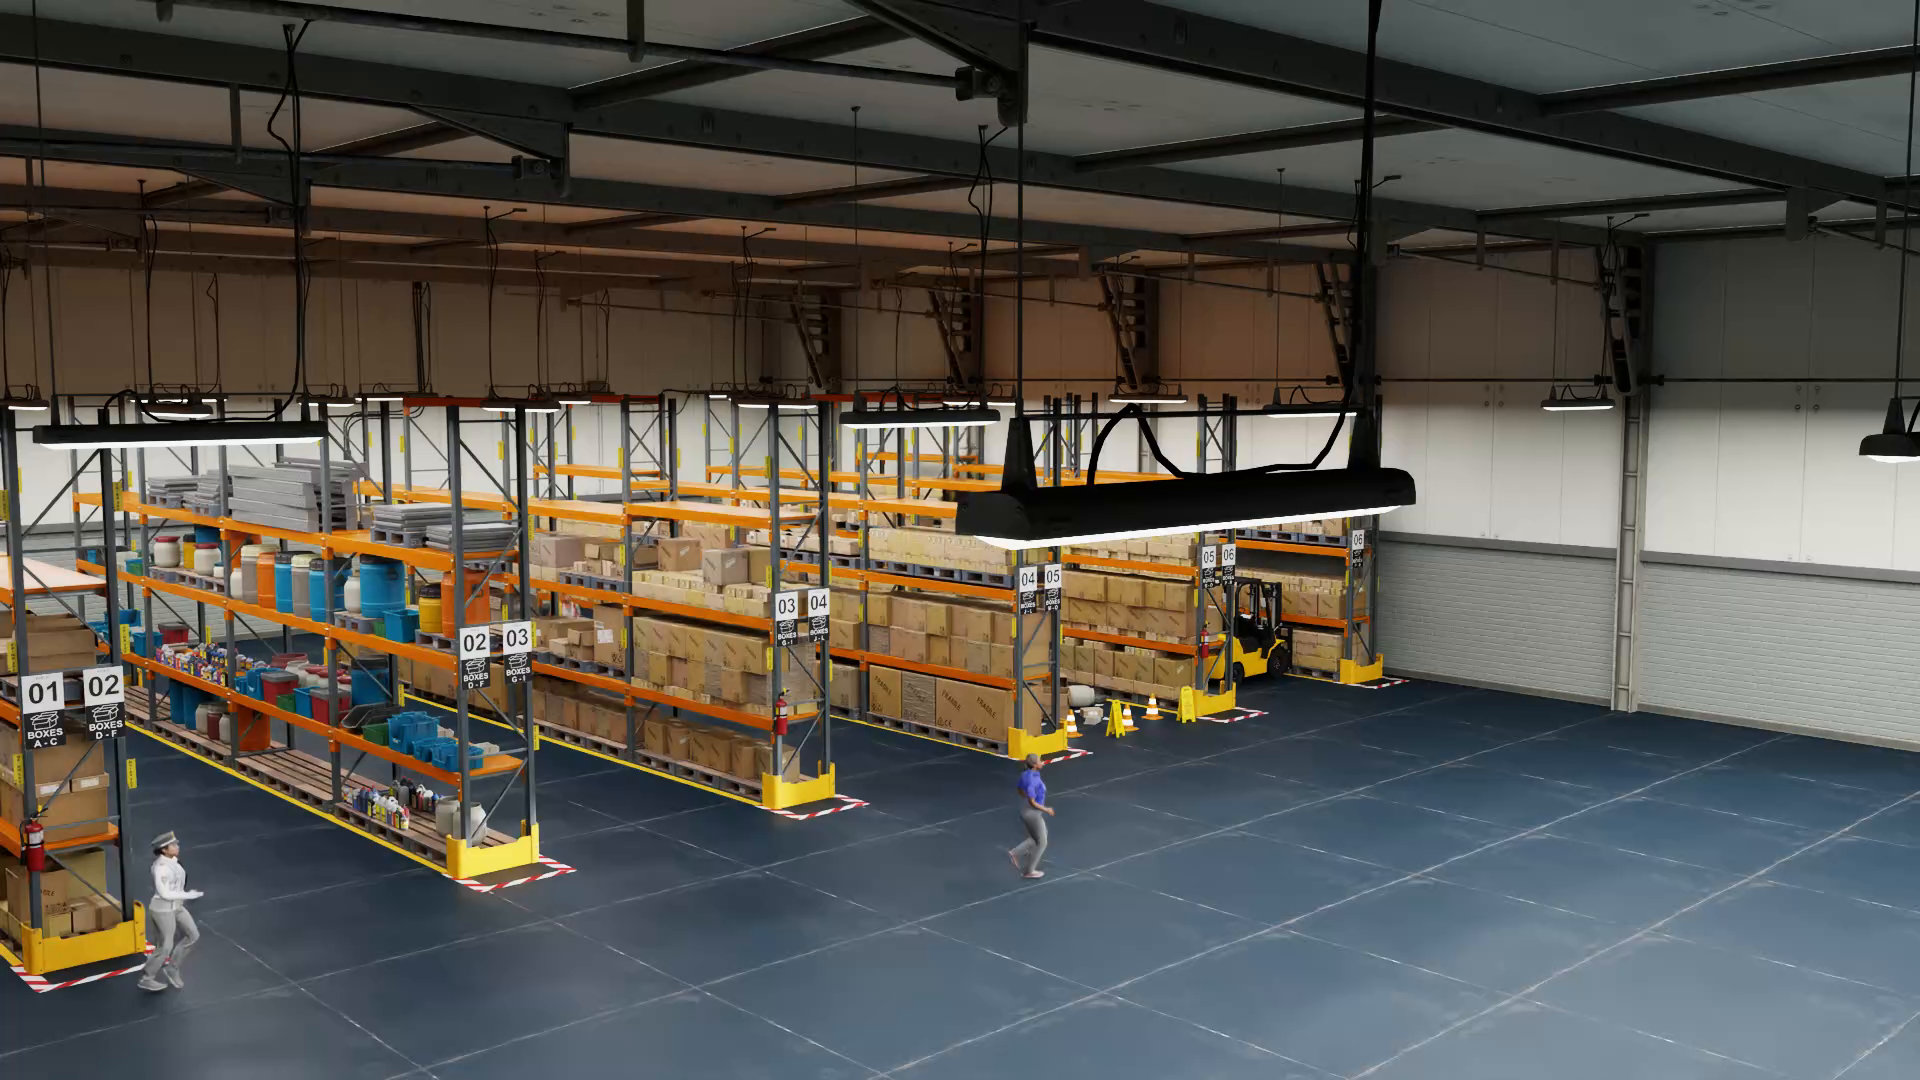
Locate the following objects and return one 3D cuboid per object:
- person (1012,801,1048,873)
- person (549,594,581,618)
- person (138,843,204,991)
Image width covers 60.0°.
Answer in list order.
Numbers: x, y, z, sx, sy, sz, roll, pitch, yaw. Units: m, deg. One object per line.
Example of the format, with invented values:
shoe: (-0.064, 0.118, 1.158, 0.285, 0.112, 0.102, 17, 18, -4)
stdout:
person: (0.919, 3.775, 21.111, 0.464, 0.907, 0.377, -1, 6, -12)
person: (-8.472, 1.943, 36.005, 0.620, 1.638, 0.705, -5, 7, -40)
person: (-8.163, 3.861, 17.213, 0.671, 1.669, 0.631, -1, 6, -10)
